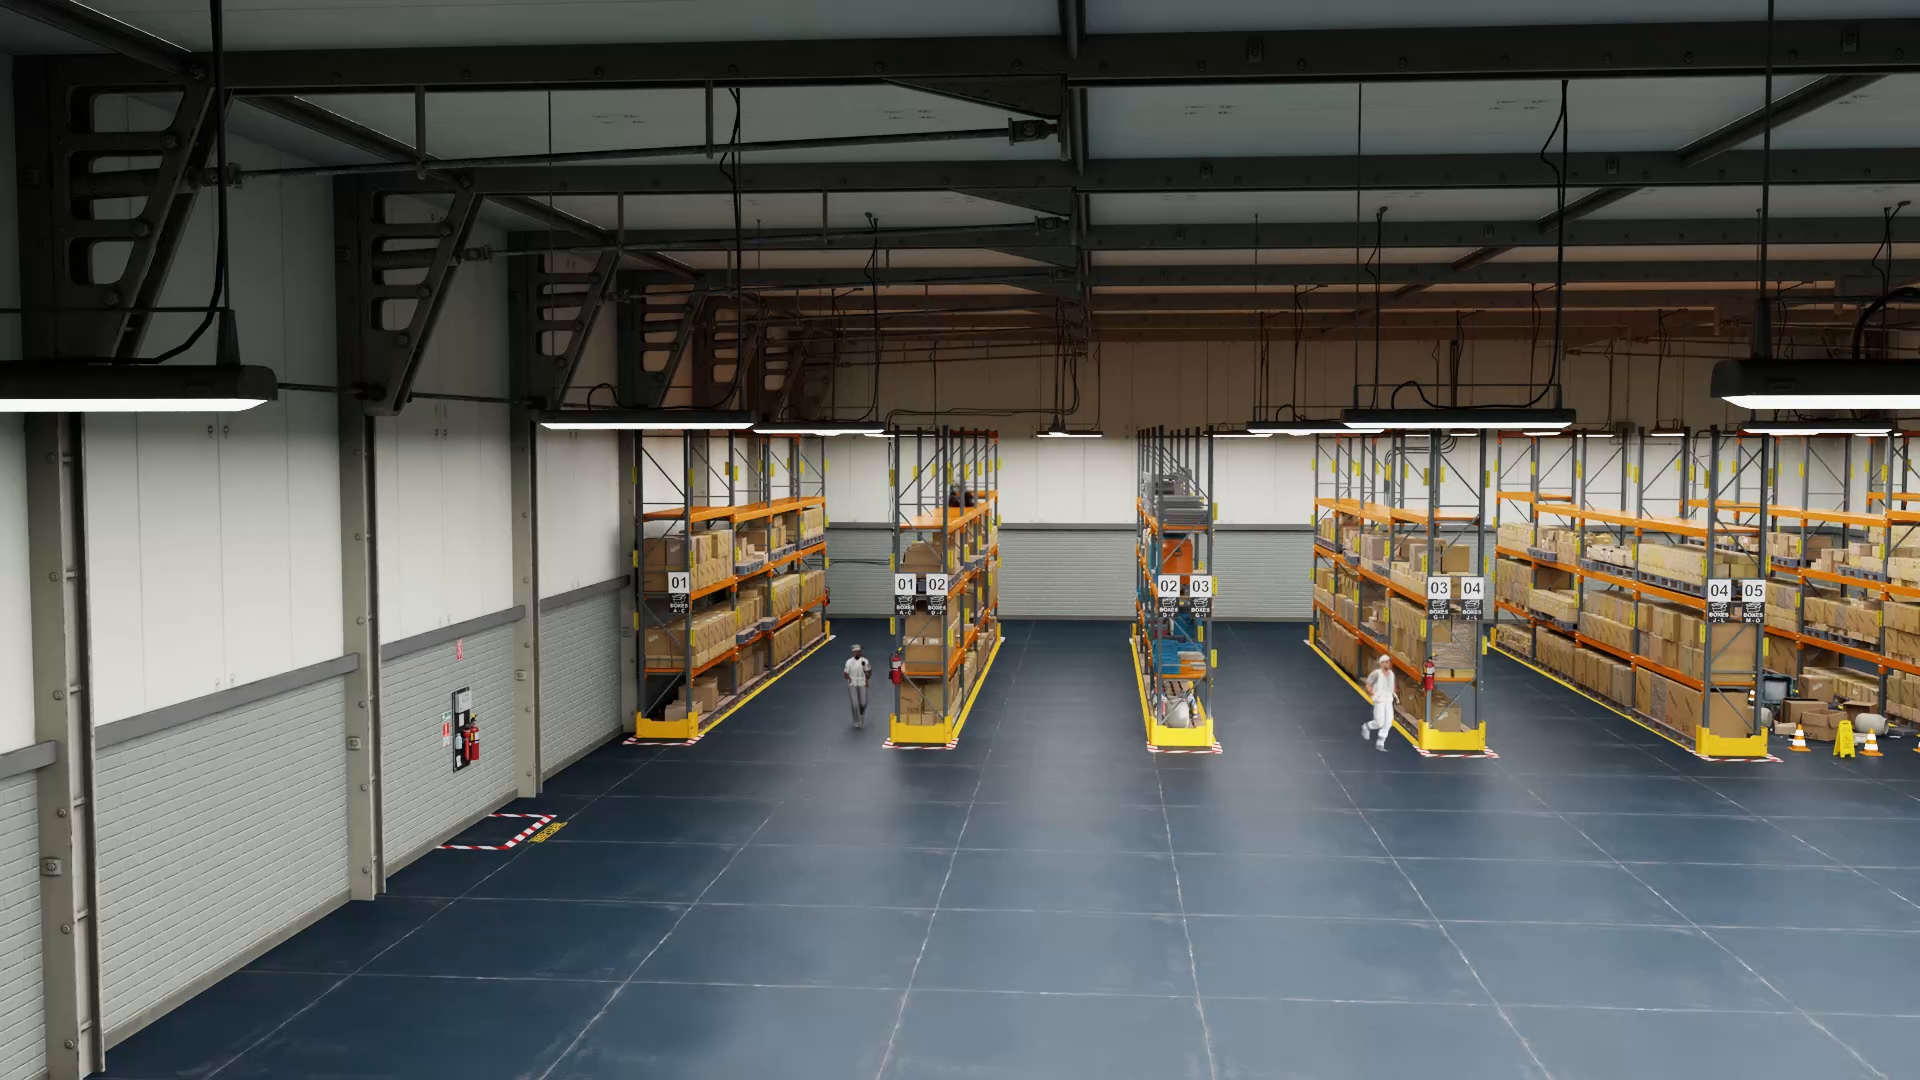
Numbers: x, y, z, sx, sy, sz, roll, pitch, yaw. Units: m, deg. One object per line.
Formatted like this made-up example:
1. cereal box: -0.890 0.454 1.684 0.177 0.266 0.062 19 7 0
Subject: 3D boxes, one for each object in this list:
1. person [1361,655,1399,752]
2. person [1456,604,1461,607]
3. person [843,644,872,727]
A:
1. person: 7.842 3.011 30.886 0.676 1.762 0.727 -1 4 -23
2. person: 13.464 2.286 44.494 0.671 1.579 0.917 1 4 13
3. person: -2.032 2.902 33.101 0.570 1.654 0.547 0 3 -6
